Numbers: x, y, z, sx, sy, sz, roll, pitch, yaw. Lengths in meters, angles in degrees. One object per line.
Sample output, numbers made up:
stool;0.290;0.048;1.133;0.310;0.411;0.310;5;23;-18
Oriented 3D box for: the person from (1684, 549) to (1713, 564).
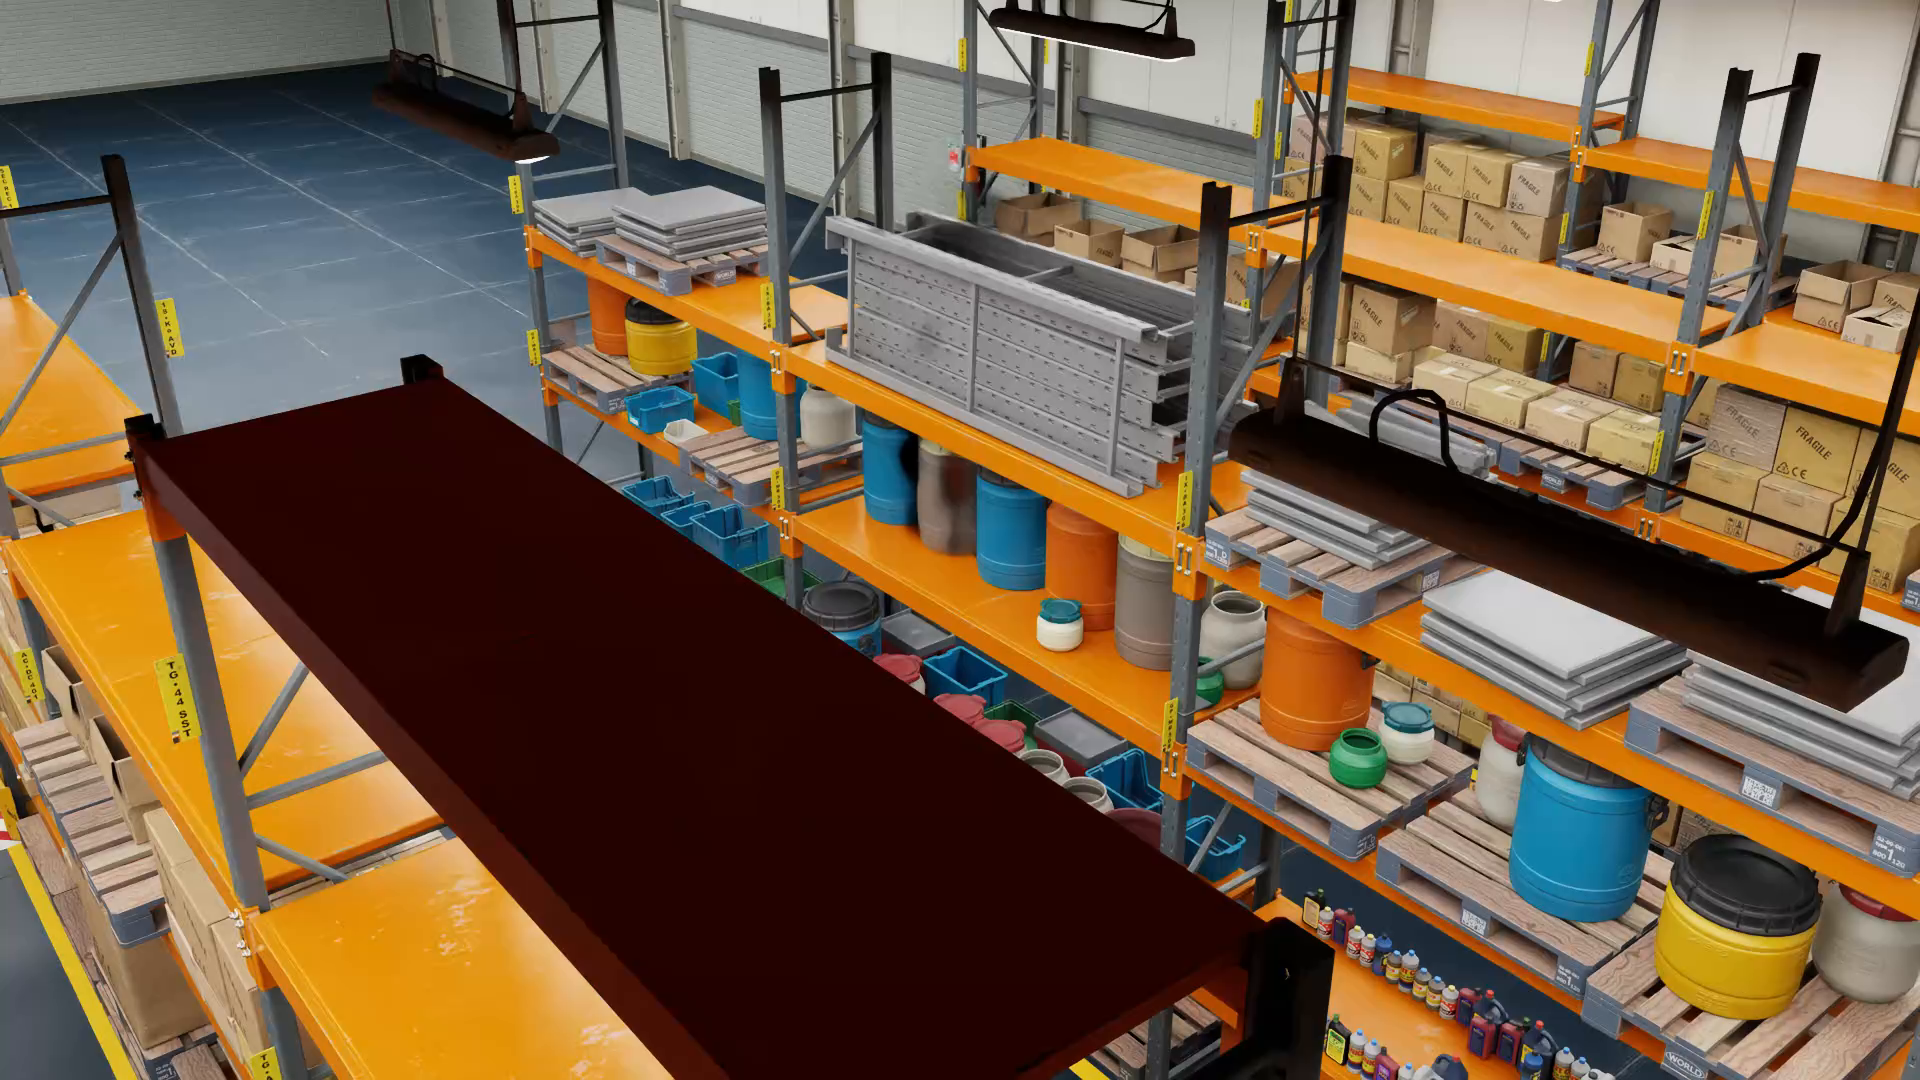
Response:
person;6.436;0.718;14.869;0.561;1.667;0.573;-22;33;-37
